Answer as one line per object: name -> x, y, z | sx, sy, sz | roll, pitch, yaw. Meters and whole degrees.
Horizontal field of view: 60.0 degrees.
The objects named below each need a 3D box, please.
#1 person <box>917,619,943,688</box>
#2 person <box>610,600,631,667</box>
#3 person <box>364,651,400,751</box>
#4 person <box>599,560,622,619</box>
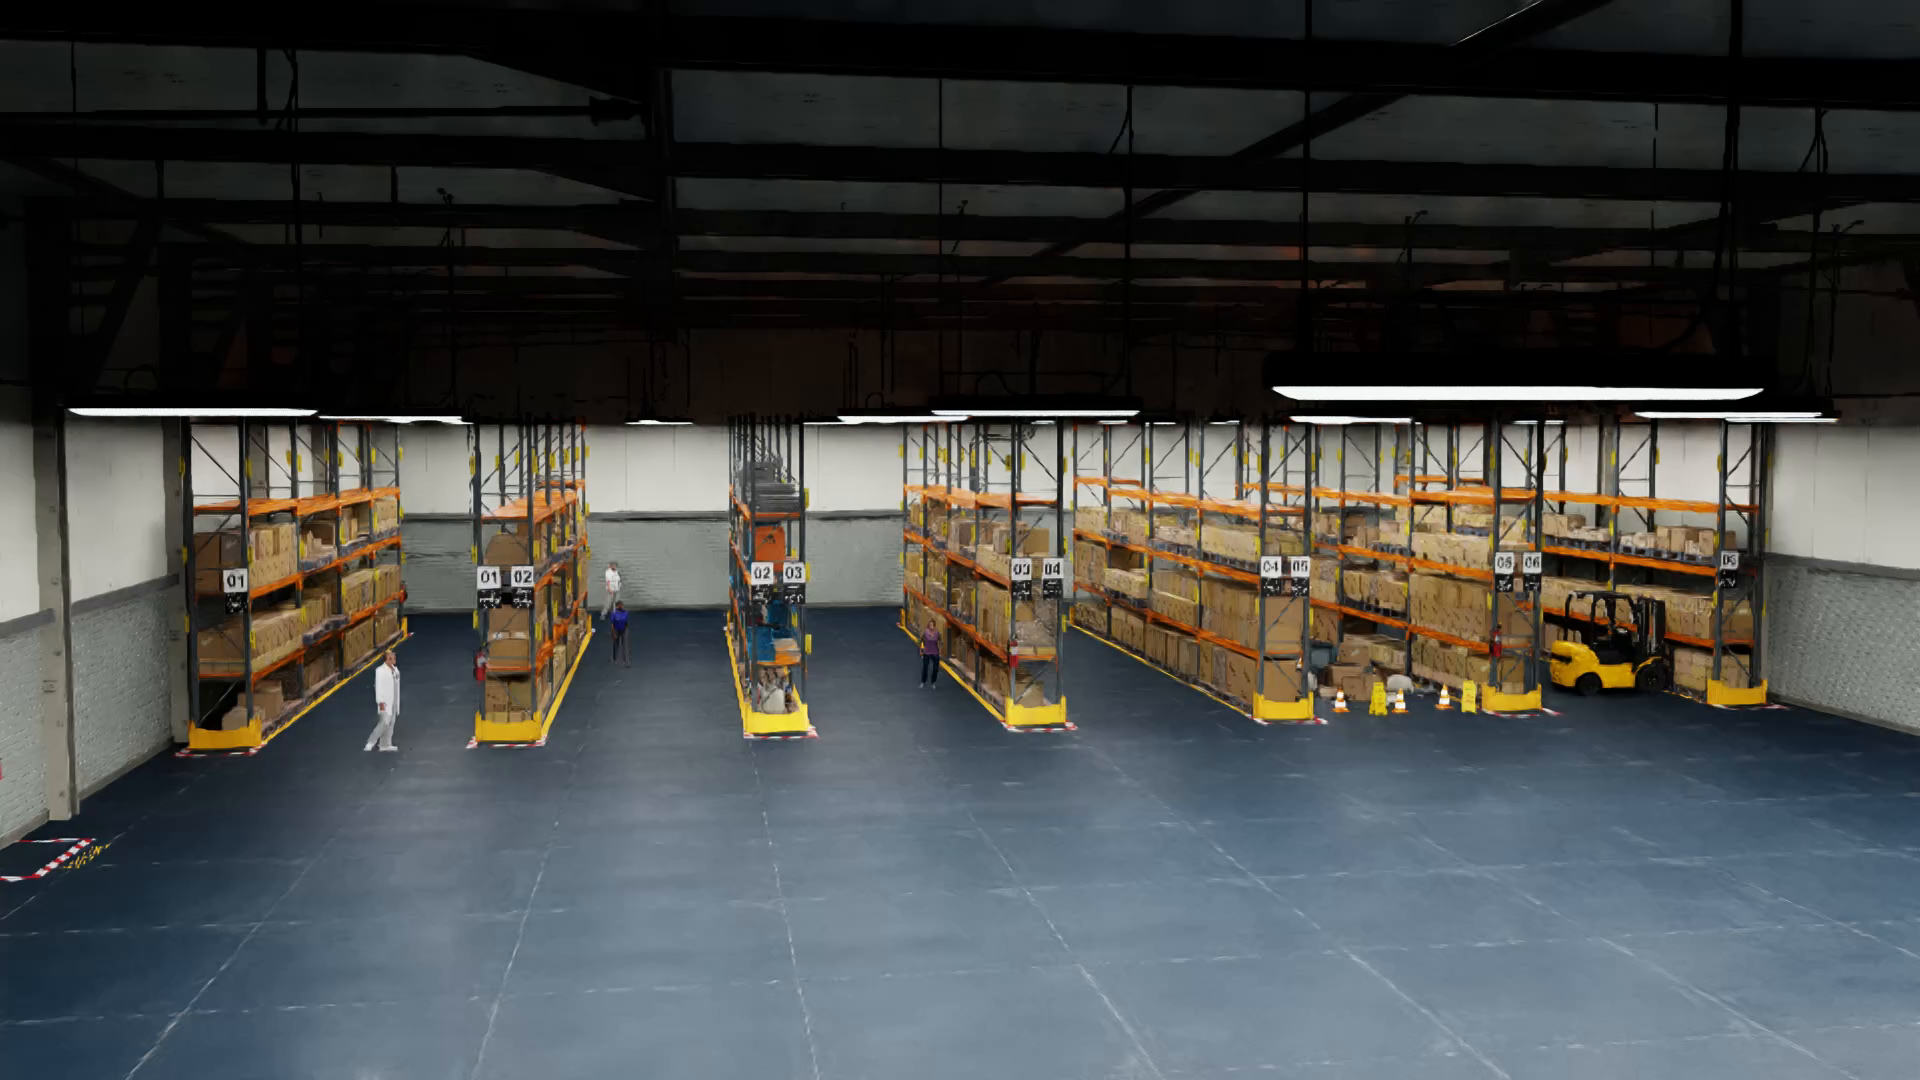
person -> -0.650, 2.484, 36.416 | 0.566, 1.541, 0.519 | -1, 4, -11
person -> -8.127, 2.215, 39.701 | 0.443, 1.587, 0.996 | -1, 4, -17
person -> -10.120, 2.822, 29.217 | 0.532, 1.738, 0.759 | 1, 4, 19
person -> -10.428, 1.481, 49.583 | 0.495, 1.754, 0.727 | 2, 4, 28
